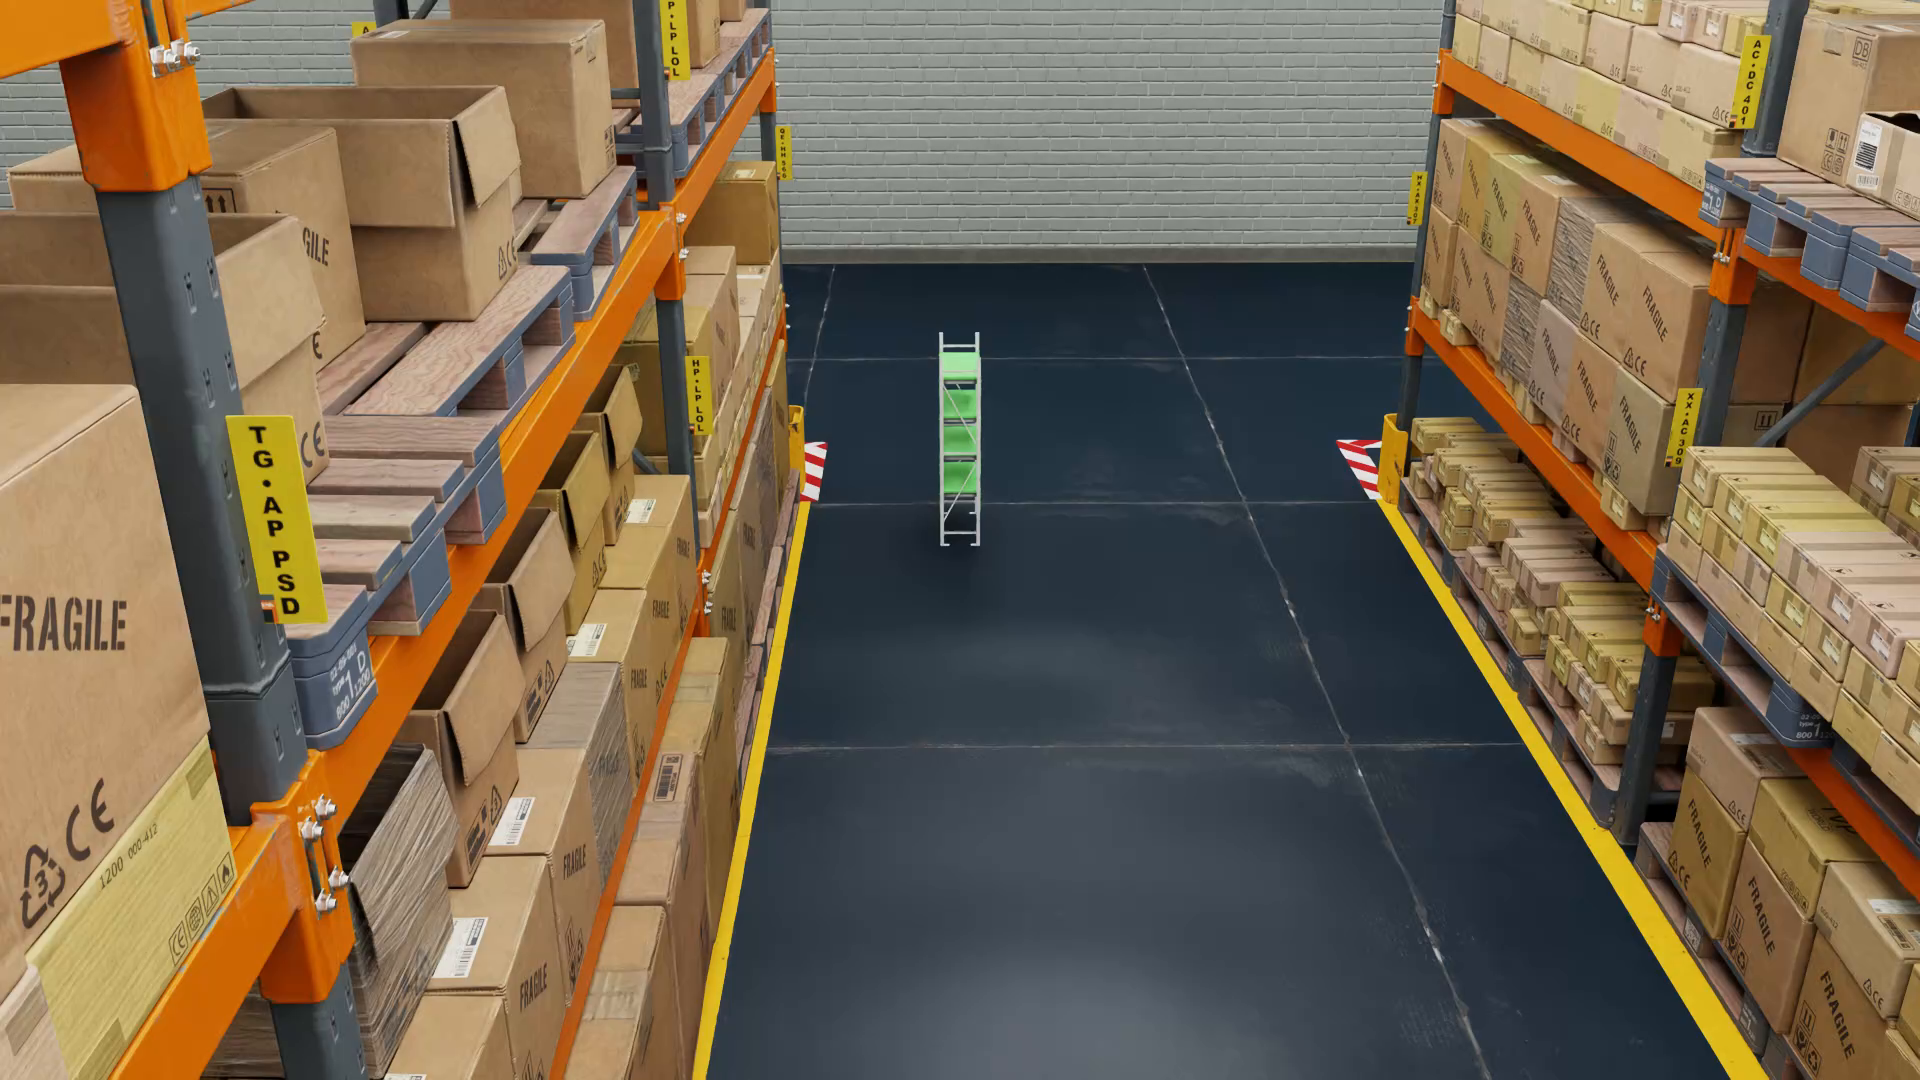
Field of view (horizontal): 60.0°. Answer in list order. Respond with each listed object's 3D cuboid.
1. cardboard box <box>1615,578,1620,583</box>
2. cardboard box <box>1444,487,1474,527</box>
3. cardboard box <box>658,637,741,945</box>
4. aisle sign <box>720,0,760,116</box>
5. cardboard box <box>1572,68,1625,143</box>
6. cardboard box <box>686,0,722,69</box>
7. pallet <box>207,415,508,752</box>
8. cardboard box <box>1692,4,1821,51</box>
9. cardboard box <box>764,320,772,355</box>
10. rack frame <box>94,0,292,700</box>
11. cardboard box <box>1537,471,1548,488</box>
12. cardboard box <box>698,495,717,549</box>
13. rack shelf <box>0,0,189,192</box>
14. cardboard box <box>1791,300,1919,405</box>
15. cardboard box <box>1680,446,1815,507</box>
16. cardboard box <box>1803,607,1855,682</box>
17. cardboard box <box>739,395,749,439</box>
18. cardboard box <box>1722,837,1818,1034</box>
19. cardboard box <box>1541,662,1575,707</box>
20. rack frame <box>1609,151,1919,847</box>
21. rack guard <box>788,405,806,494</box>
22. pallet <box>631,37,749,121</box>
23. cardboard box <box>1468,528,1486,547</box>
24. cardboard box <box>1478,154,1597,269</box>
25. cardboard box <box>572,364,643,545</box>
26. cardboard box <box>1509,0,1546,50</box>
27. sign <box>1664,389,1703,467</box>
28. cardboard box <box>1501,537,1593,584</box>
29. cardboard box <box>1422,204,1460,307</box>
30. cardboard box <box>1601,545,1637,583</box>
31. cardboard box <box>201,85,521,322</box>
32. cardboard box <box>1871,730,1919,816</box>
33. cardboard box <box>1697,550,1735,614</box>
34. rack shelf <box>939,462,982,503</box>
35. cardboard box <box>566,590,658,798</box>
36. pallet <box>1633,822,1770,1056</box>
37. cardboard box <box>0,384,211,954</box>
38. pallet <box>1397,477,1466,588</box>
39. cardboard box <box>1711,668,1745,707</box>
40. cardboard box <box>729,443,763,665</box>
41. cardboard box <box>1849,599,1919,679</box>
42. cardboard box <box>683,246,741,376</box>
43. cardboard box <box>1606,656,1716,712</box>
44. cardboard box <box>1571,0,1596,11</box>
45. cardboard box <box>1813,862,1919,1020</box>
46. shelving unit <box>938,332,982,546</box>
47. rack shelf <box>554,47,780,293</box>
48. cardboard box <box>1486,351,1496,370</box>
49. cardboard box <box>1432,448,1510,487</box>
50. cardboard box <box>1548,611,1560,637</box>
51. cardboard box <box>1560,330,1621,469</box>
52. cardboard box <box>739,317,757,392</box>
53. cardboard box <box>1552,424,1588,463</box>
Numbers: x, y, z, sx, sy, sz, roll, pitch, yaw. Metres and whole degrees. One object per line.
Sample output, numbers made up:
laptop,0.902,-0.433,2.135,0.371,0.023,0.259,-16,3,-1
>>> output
cardboard box,3.654,0.238,8.674,0.380,0.149,0.250,0,24,-1
cardboard box,3.025,-0.190,9.619,0.380,0.149,0.250,0,24,1
cardboard box,-1.546,0.970,6.533,1.225,0.875,0.875,0,24,0
aisle sign,-1.317,-2.934,9.942,0.394,0.787,0.004,0,24,-1
cardboard box,3.113,-1.965,7.497,0.500,0.250,0.500,-1,24,-1
cardboard box,-1.507,-2.479,7.699,0.700,0.500,0.500,1,24,2
pallet,-1.589,0.033,3.127,1.213,0.211,1.003,1,24,2
cardboard box,3.098,-1.995,6.473,0.380,0.149,0.250,0,24,1
cardboard box,-1.276,-1.145,9.446,0.380,0.149,0.250,0,24,0
rack frame,-1.529,-1.155,1.884,1.000,3.000,0.127,0,24,-1
cardboard box,3.643,-0.296,9.854,0.380,0.149,0.250,-1,24,-3
cardboard box,-1.244,-0.079,7.089,0.380,0.149,0.250,0,24,0
rack shelf,-1.507,0.179,0.293,1.077,0.370,4.000,0,24,-1
cardboard box,3.627,-0.874,6.848,0.500,0.500,0.500,0,24,1
cardboard box,2.932,-0.234,6.201,0.380,0.149,0.250,1,24,2
cardboard box,2.949,0.333,5.309,0.380,0.149,0.250,1,24,2
cardboard box,-1.258,-0.613,8.270,0.380,0.149,0.250,0,24,0
cardboard box,3.138,1.421,5.993,0.500,0.500,0.500,1,24,2
cardboard box,3.056,0.681,8.054,0.380,0.149,0.250,-1,24,-2
rack frame,3.388,-0.051,6.722,1.000,3.000,0.127,0,24,-1
rack guard,-1.617,-0.589,10.946,1.175,0.500,0.348,0,24,-1
pallet,-1.582,-2.235,8.019,1.003,0.211,1.213,0,24,-1
cardboard box,3.115,0.046,9.457,0.380,0.149,0.250,0,24,0
cardboard box,3.079,-1.727,8.733,0.500,0.500,0.500,-1,24,-2
cardboard box,-1.558,-0.309,5.956,0.797,0.503,0.637,-1,24,-2
cardboard box,3.089,-2.620,8.338,0.500,0.250,0.500,0,24,0
sign,2.845,-0.439,6.531,0.100,0.325,0.005,0,24,-1
cardboard box,3.036,0.103,8.609,0.380,0.149,0.250,-1,24,-2
cardboard box,3.073,-1.694,9.873,0.500,0.500,0.500,1,24,2
cardboard box,3.563,0.101,8.615,0.380,0.149,0.250,-1,24,-3
cardboard box,-1.573,-0.869,4.255,0.797,0.503,0.637,-1,24,-1
cardboard box,2.951,0.679,4.904,0.380,0.149,0.250,-1,24,-3
cardboard box,2.941,0.151,6.071,0.380,0.149,0.250,0,24,0
rack shelf,-0.002,-0.338,10.279,0.258,0.148,0.480,0,24,-1
cardboard box,-1.284,0.495,5.394,0.500,0.500,0.500,-1,24,-1
pallet,3.398,1.541,6.587,1.003,0.211,1.213,0,24,-1
cardboard box,-1.274,0.134,1.946,0.500,0.500,0.500,0,24,1
pallet,3.319,-0.062,10.131,1.003,0.211,1.213,0,24,-1
cardboard box,3.591,0.643,7.416,0.380,0.149,0.250,1,24,2
cardboard box,-1.510,0.064,8.538,0.875,0.875,0.875,0,24,-1
cardboard box,2.947,0.299,5.023,0.380,0.149,0.250,1,24,1
cardboard box,-1.330,-1.095,7.941,0.500,0.500,0.500,-1,24,-2
cardboard box,3.124,0.640,7.422,0.380,0.149,0.250,0,24,1
cardboard box,3.048,-2.523,7.641,0.380,0.149,0.250,-1,24,-1
cardboard box,3.141,1.291,5.370,0.500,0.250,0.500,1,24,1
shelving unit,-0.002,-0.615,10.154,0.258,1.200,0.503,0,24,-1
rack shelf,-1.595,-1.933,8.117,1.077,0.370,4.000,0,24,-1
cardboard box,3.132,-1.016,9.160,0.380,0.149,0.250,0,24,-1
cardboard box,3.008,-0.427,9.783,0.380,0.149,0.250,0,24,-1
cardboard box,3.126,0.468,8.165,0.380,0.149,0.250,0,24,0
cardboard box,3.096,-0.644,7.551,0.500,0.500,0.500,-1,24,-2
cardboard box,-1.325,-0.954,8.539,0.500,0.250,0.500,0,24,0
cardboard box,3.085,-0.487,7.992,0.380,0.149,0.250,-1,24,-3
